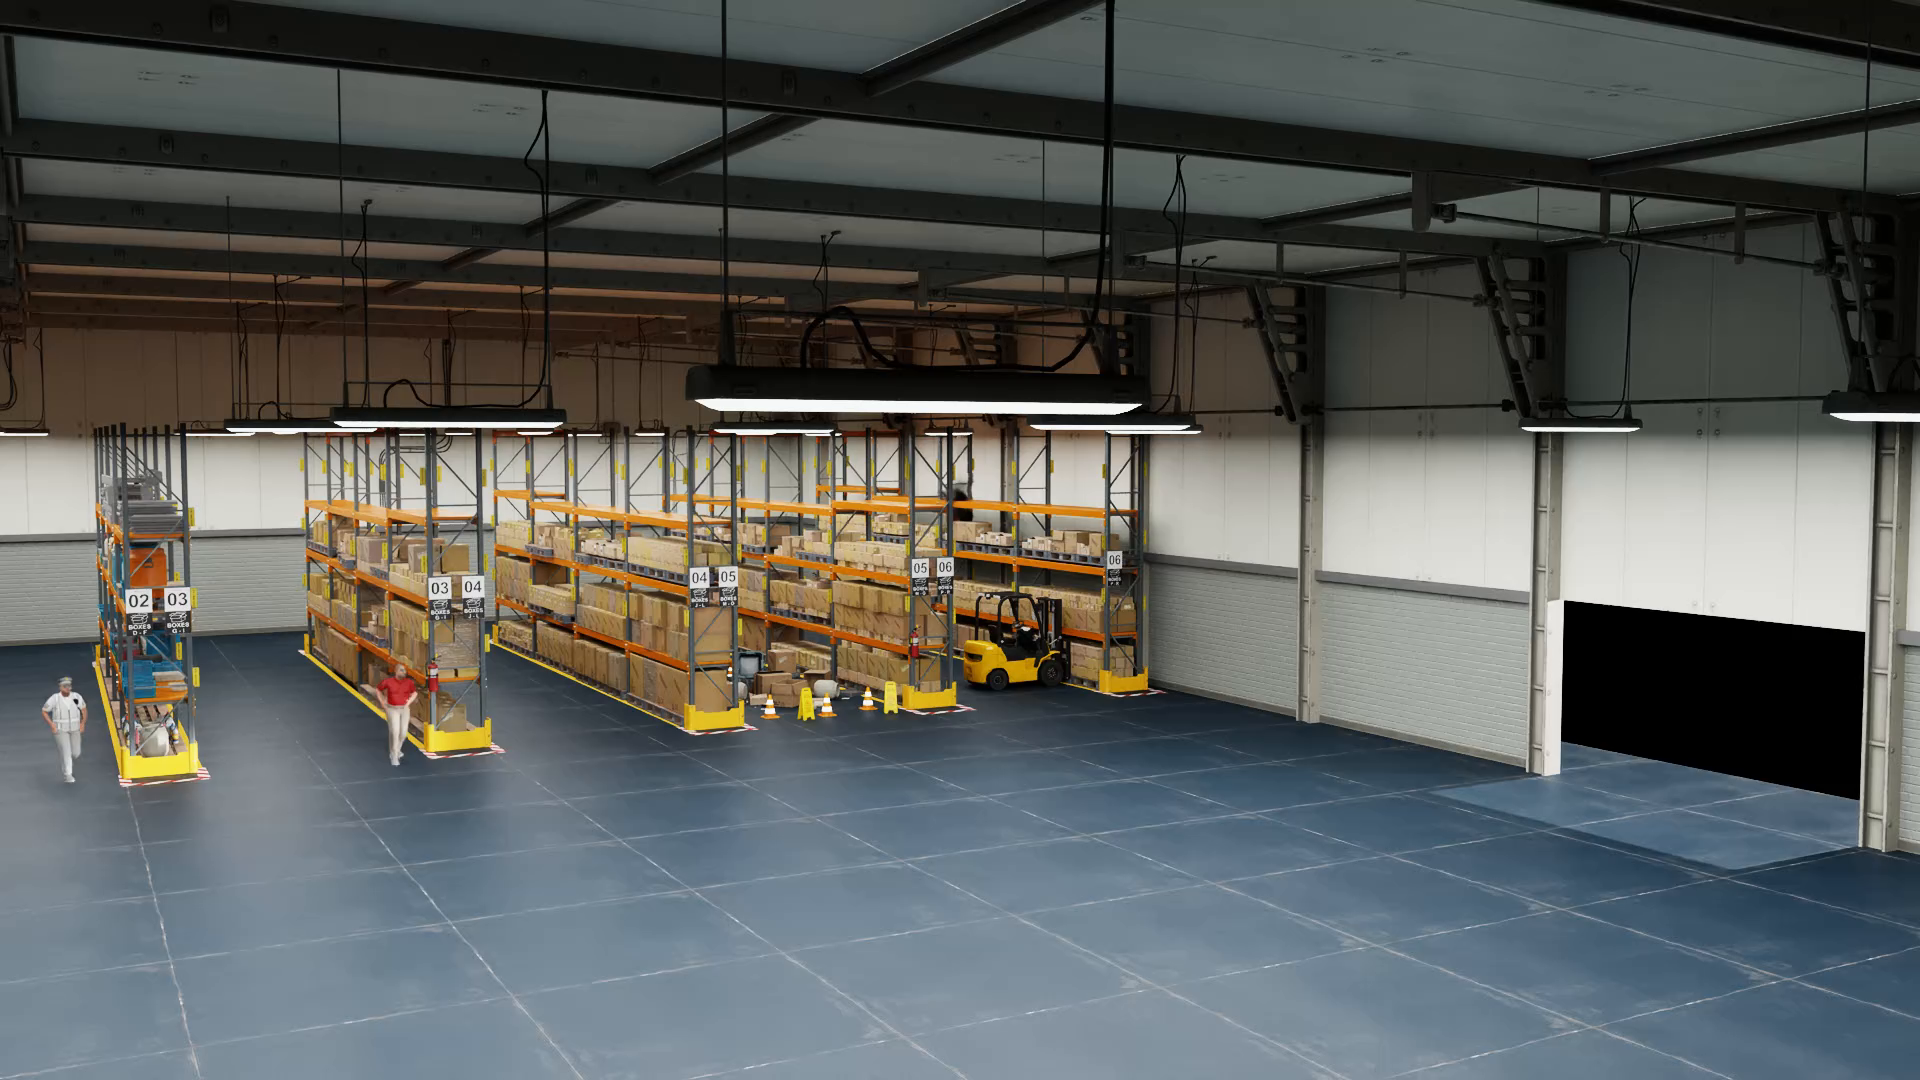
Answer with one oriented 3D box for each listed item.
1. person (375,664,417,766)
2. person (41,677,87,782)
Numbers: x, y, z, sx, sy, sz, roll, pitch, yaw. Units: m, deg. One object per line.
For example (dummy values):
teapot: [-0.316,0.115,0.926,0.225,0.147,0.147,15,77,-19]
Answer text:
person: [-9.960,3.091,29.522,0.665,1.778,0.804,-3,4,-40]
person: [-15.067,3.165,27.989,0.680,1.745,0.700,-3,5,-44]
